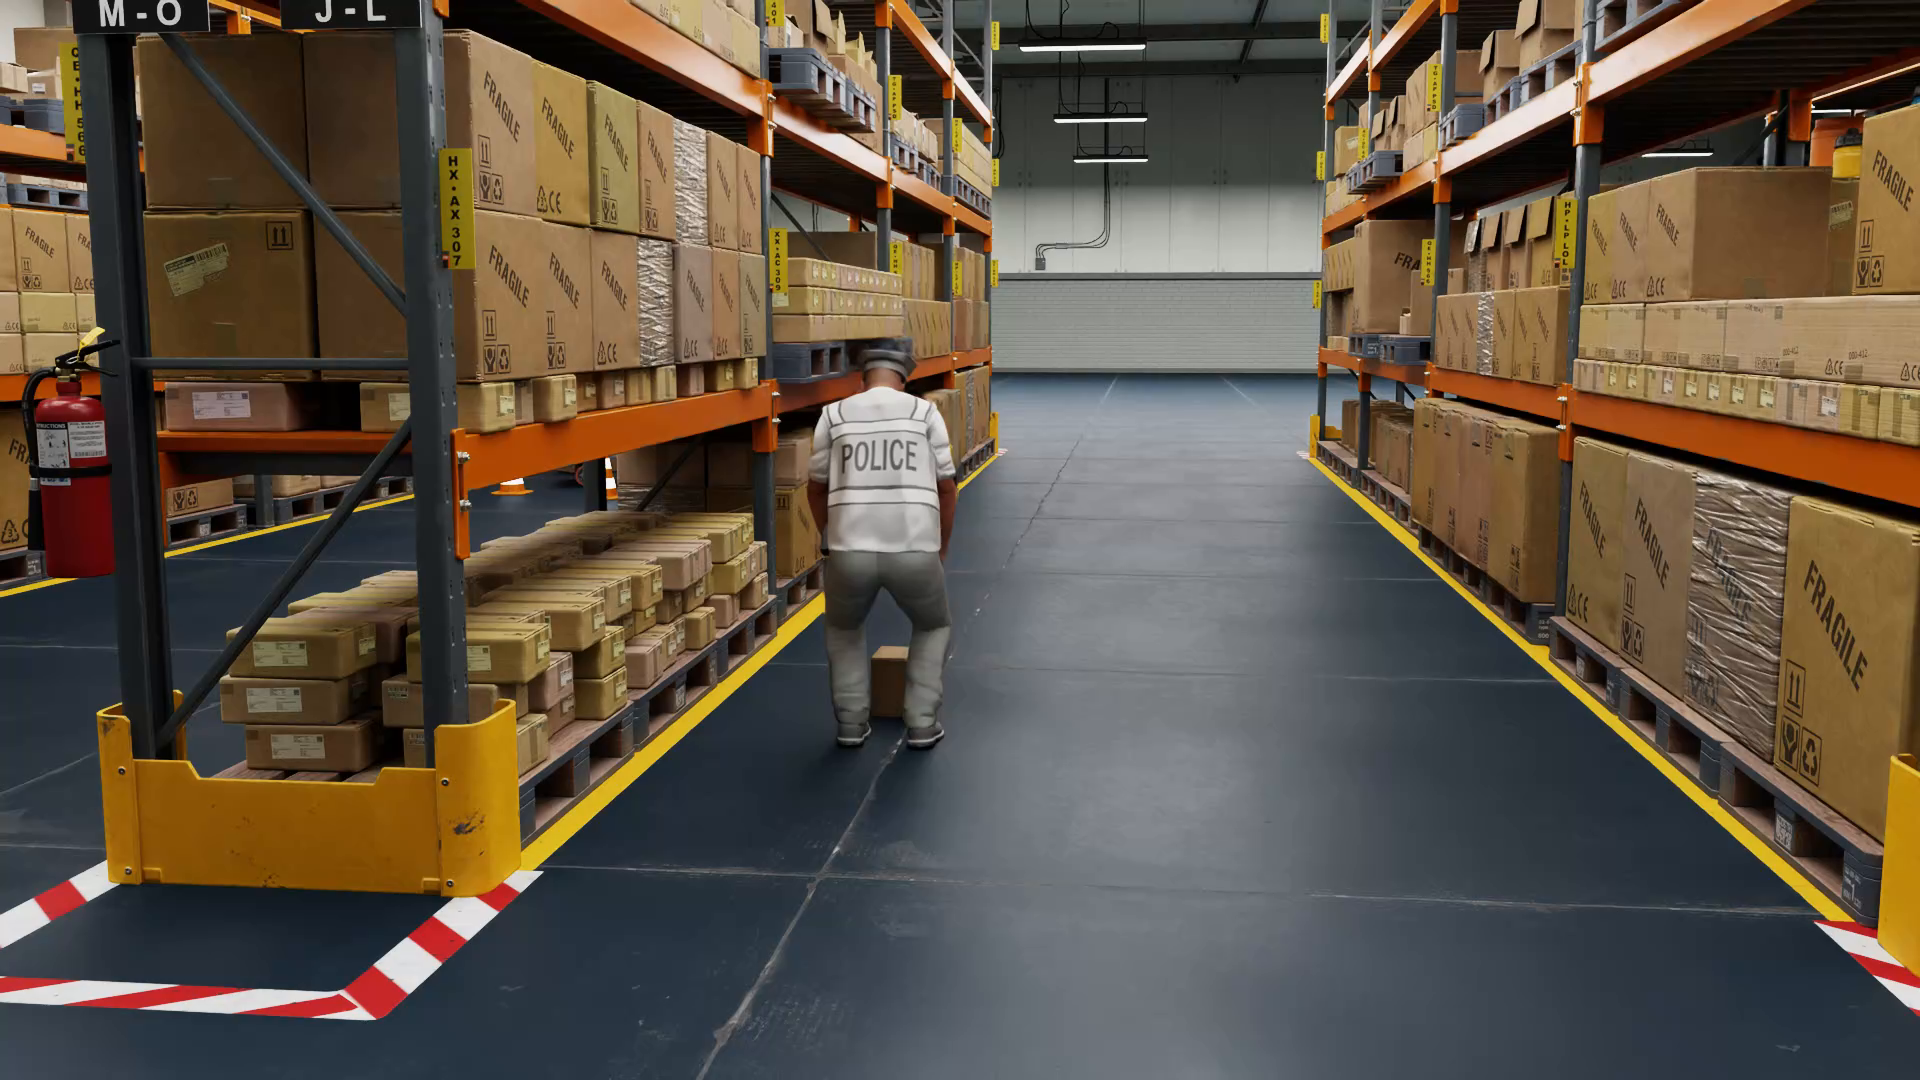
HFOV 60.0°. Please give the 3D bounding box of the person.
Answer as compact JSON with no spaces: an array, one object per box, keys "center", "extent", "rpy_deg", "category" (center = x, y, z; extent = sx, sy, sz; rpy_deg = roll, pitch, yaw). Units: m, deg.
[{"center":[-0.314,0.028,6.466],"extent":[0.587,1.523,0.729],"rpy_deg":[1,8,5],"category":"person"}]
